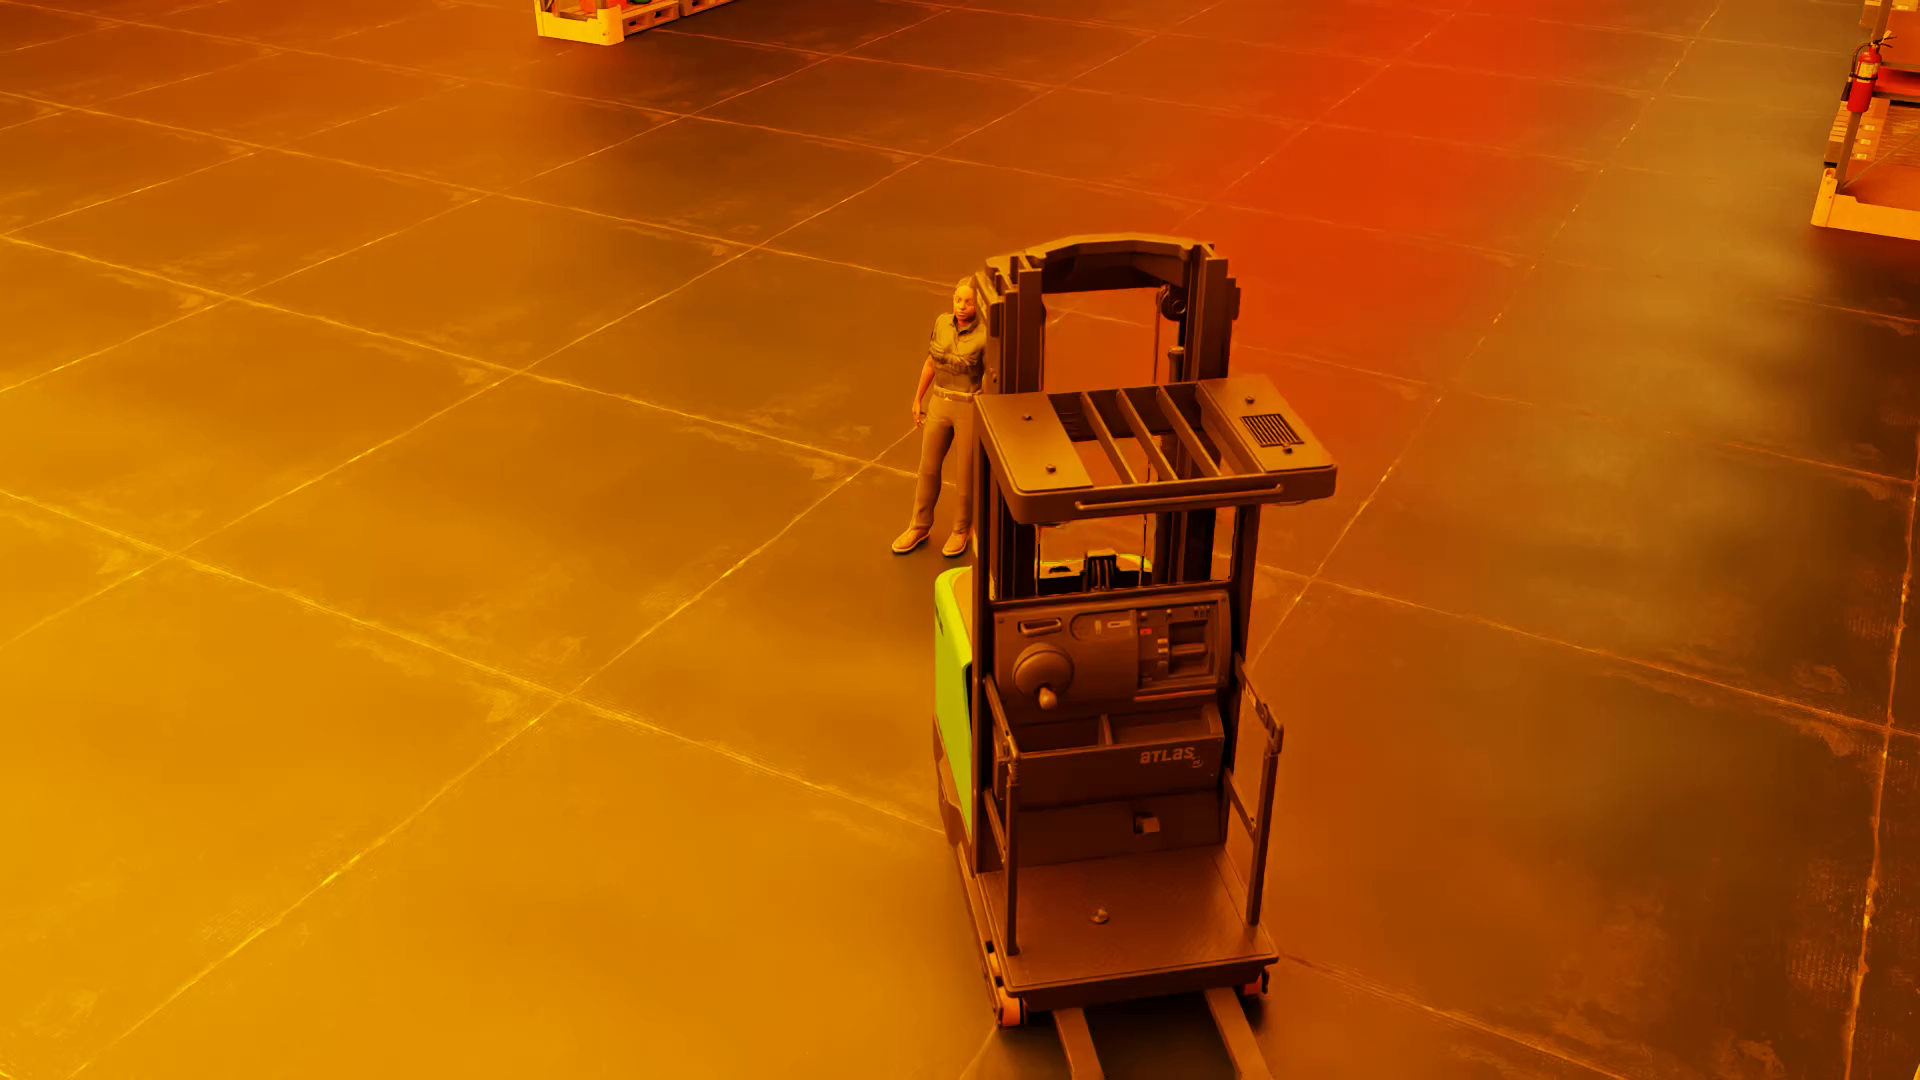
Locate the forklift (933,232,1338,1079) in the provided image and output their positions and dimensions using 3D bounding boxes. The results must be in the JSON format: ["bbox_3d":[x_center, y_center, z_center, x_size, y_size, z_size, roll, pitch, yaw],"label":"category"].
[{"bbox_3d":[0.633,0.476,6.247,1.130,2.935,3.031,-5,30,-9],"label":"forklift"}]

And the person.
[{"bbox_3d":[-0.060,-0.689,9.527,0.570,1.656,0.503,15,33,25],"label":"person"}]
